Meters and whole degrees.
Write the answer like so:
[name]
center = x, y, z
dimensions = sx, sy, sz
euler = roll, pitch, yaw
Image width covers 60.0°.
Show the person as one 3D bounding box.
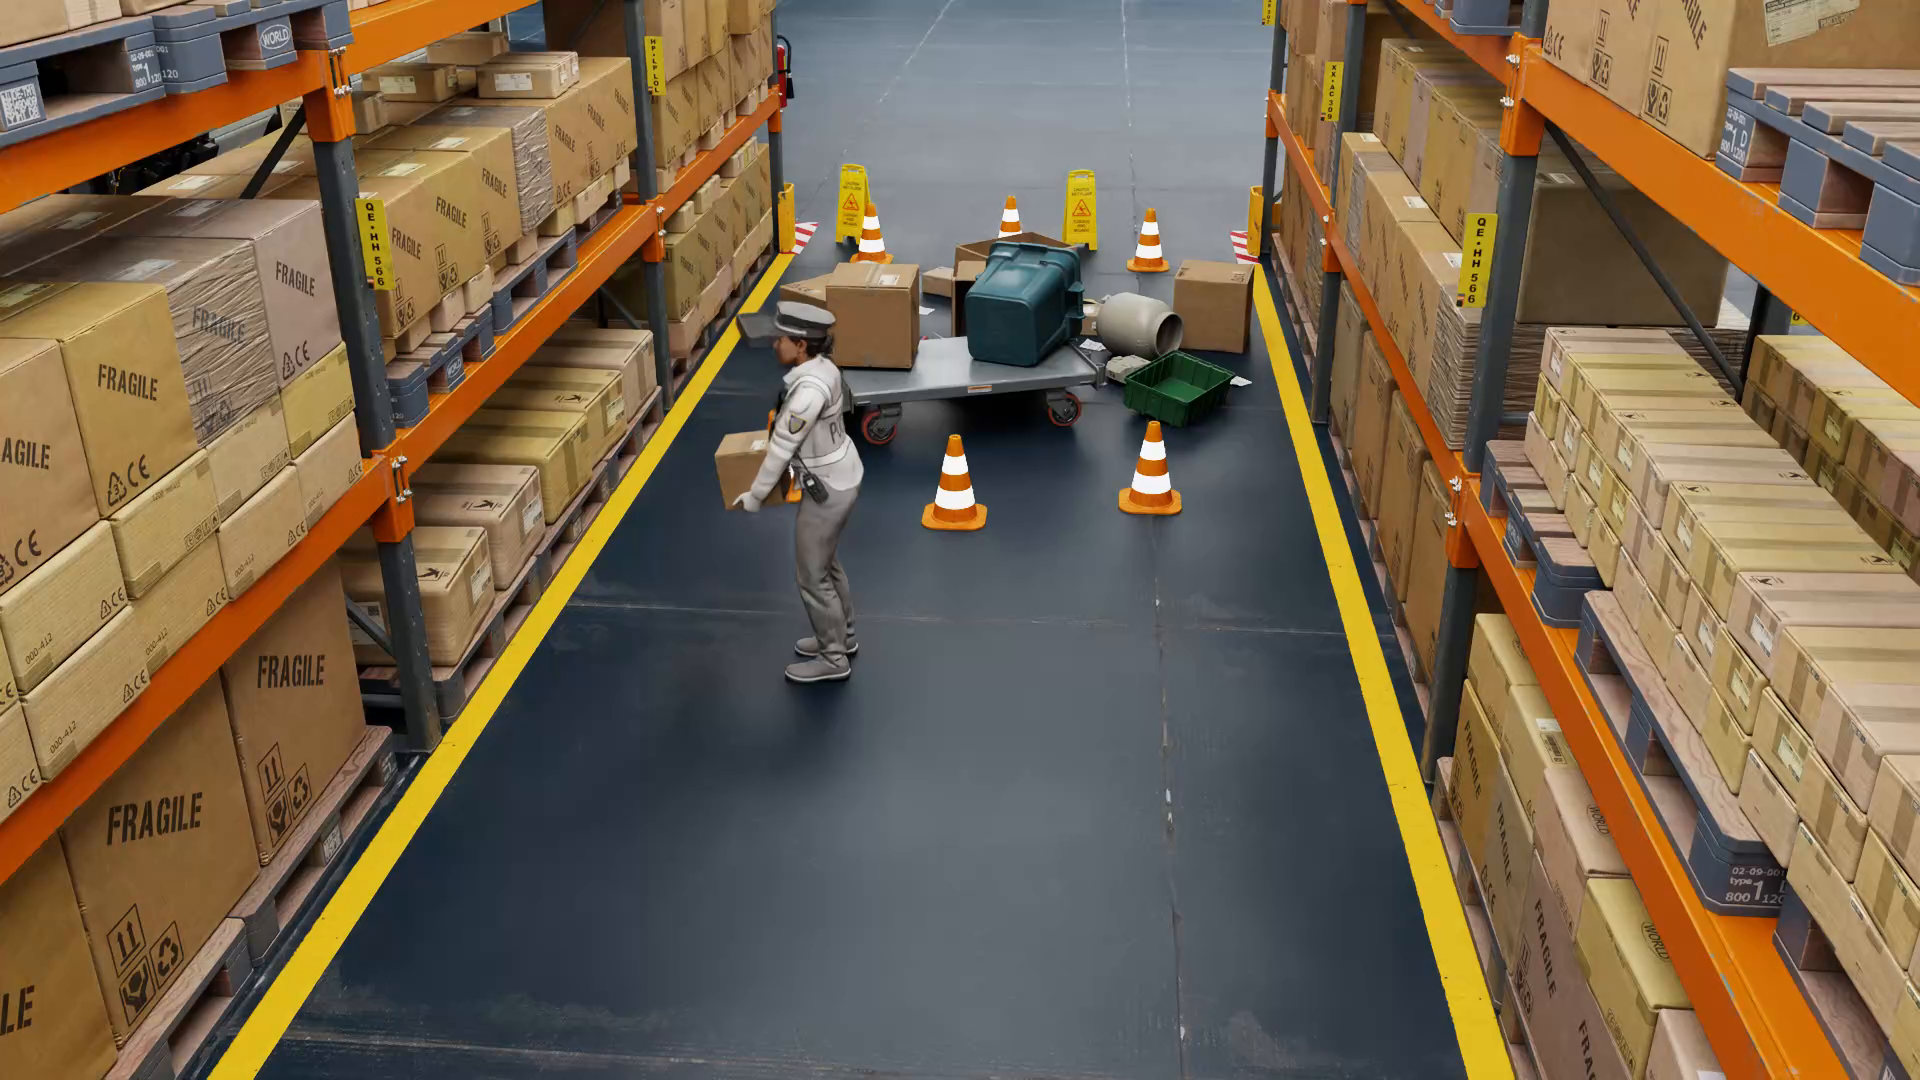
[person]
center = -0.676, -0.201, 7.041
dimensions = 0.535, 1.674, 0.416
euler = 1, 25, 3
